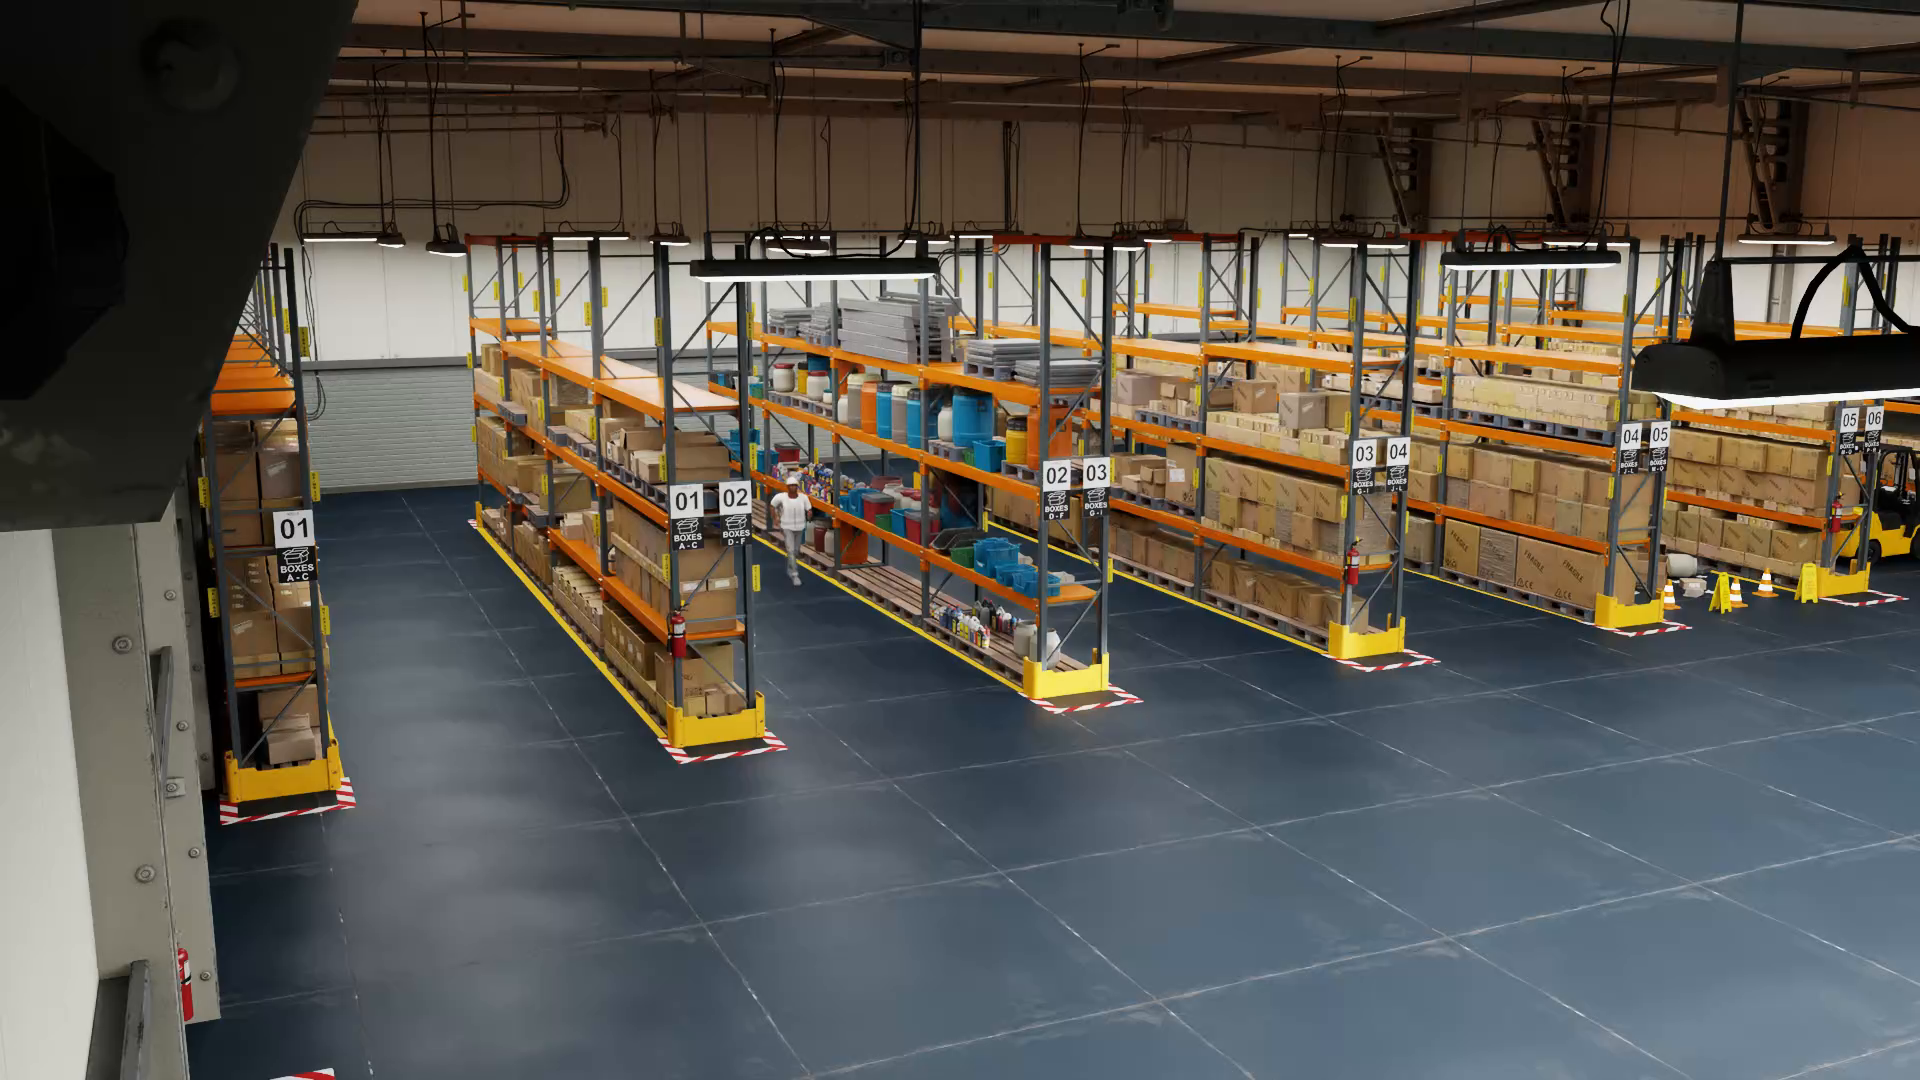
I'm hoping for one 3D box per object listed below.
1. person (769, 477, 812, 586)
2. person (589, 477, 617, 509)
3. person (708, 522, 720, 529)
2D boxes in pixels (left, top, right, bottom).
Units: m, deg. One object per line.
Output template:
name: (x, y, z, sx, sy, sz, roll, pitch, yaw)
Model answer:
person: (-2.813, -0.182, 28.022, 0.700, 1.779, 0.915, -4, 12, -21)
person: (-7.428, -1.136, 34.649, 0.652, 1.661, 0.576, -6, 13, -29)
person: (-4.085, 0.004, 28.342, 0.571, 1.566, 0.744, -8, 14, -36)
